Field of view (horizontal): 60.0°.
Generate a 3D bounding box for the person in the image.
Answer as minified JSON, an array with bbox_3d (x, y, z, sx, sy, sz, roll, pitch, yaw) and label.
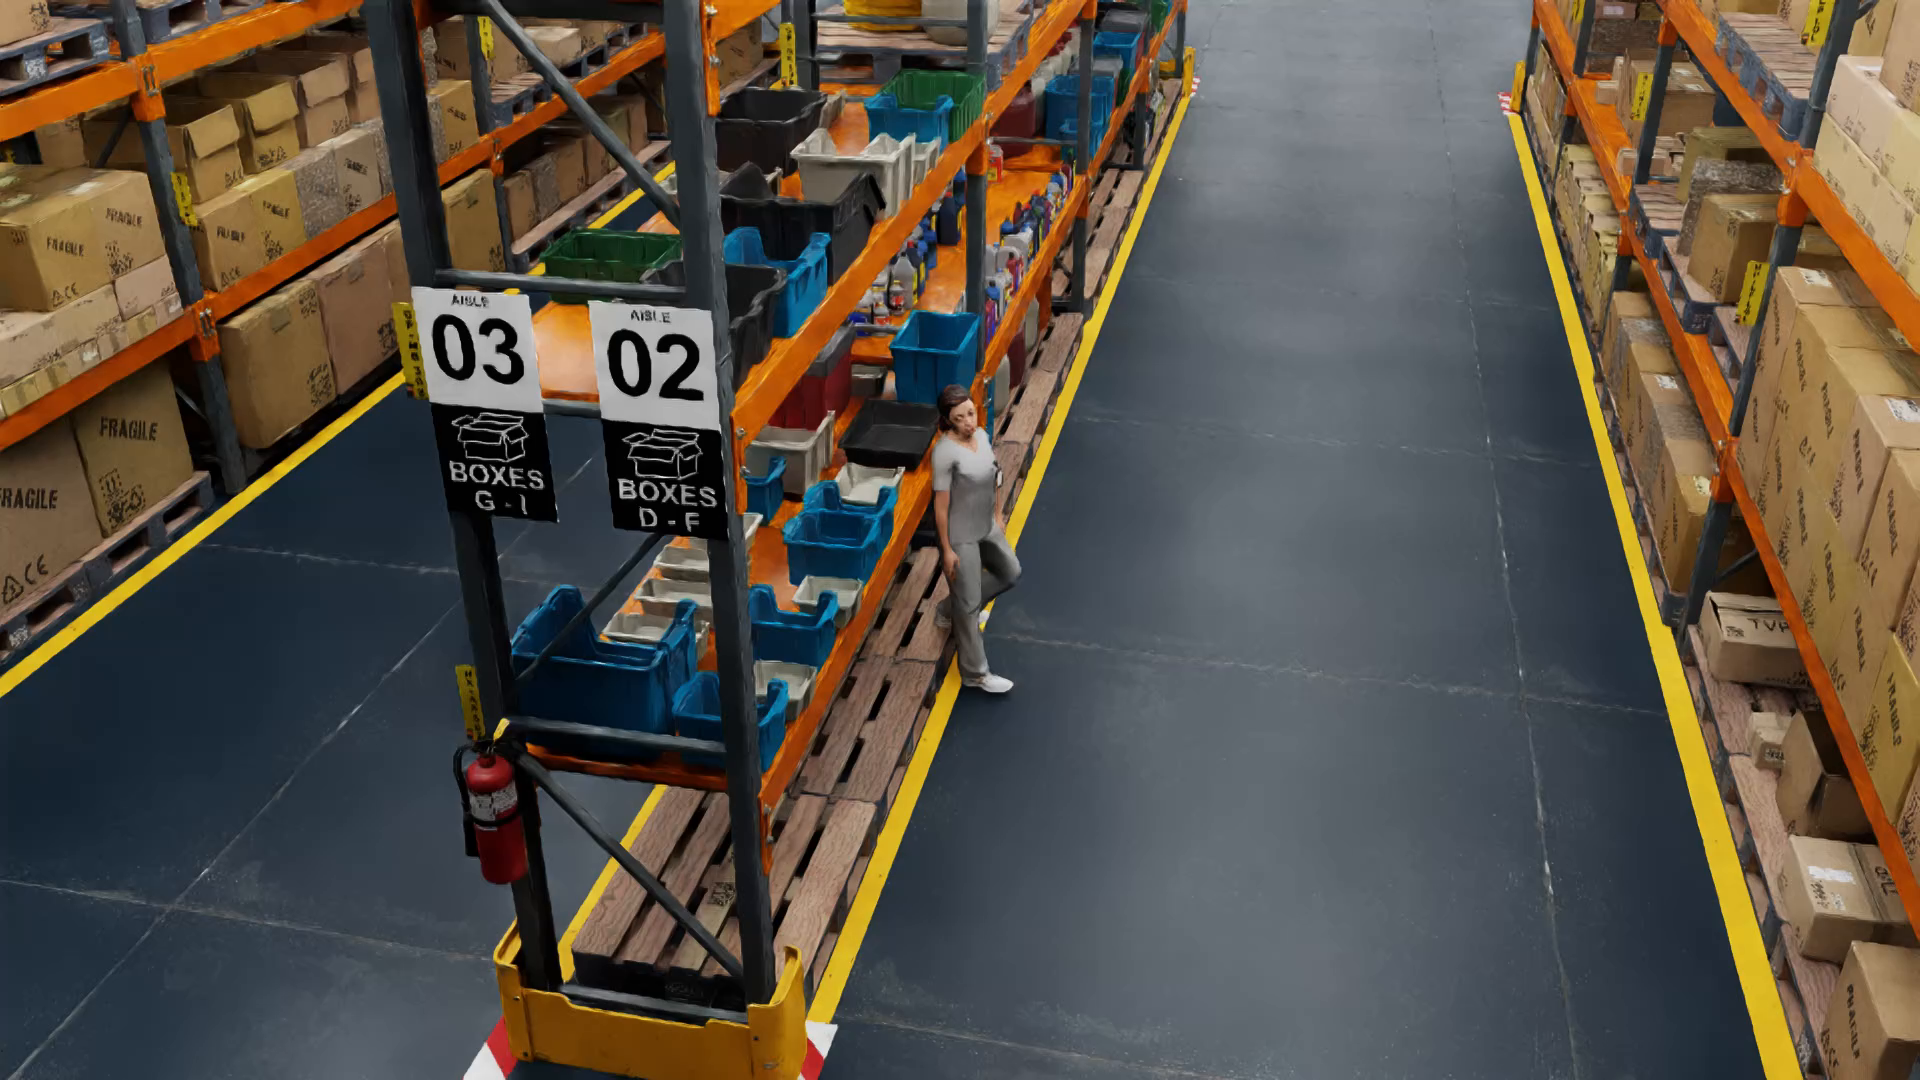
[{"bbox_3d":[0.071,-0.001,8.603,0.572,1.630,0.567,14,32,24],"label":"person"}]
